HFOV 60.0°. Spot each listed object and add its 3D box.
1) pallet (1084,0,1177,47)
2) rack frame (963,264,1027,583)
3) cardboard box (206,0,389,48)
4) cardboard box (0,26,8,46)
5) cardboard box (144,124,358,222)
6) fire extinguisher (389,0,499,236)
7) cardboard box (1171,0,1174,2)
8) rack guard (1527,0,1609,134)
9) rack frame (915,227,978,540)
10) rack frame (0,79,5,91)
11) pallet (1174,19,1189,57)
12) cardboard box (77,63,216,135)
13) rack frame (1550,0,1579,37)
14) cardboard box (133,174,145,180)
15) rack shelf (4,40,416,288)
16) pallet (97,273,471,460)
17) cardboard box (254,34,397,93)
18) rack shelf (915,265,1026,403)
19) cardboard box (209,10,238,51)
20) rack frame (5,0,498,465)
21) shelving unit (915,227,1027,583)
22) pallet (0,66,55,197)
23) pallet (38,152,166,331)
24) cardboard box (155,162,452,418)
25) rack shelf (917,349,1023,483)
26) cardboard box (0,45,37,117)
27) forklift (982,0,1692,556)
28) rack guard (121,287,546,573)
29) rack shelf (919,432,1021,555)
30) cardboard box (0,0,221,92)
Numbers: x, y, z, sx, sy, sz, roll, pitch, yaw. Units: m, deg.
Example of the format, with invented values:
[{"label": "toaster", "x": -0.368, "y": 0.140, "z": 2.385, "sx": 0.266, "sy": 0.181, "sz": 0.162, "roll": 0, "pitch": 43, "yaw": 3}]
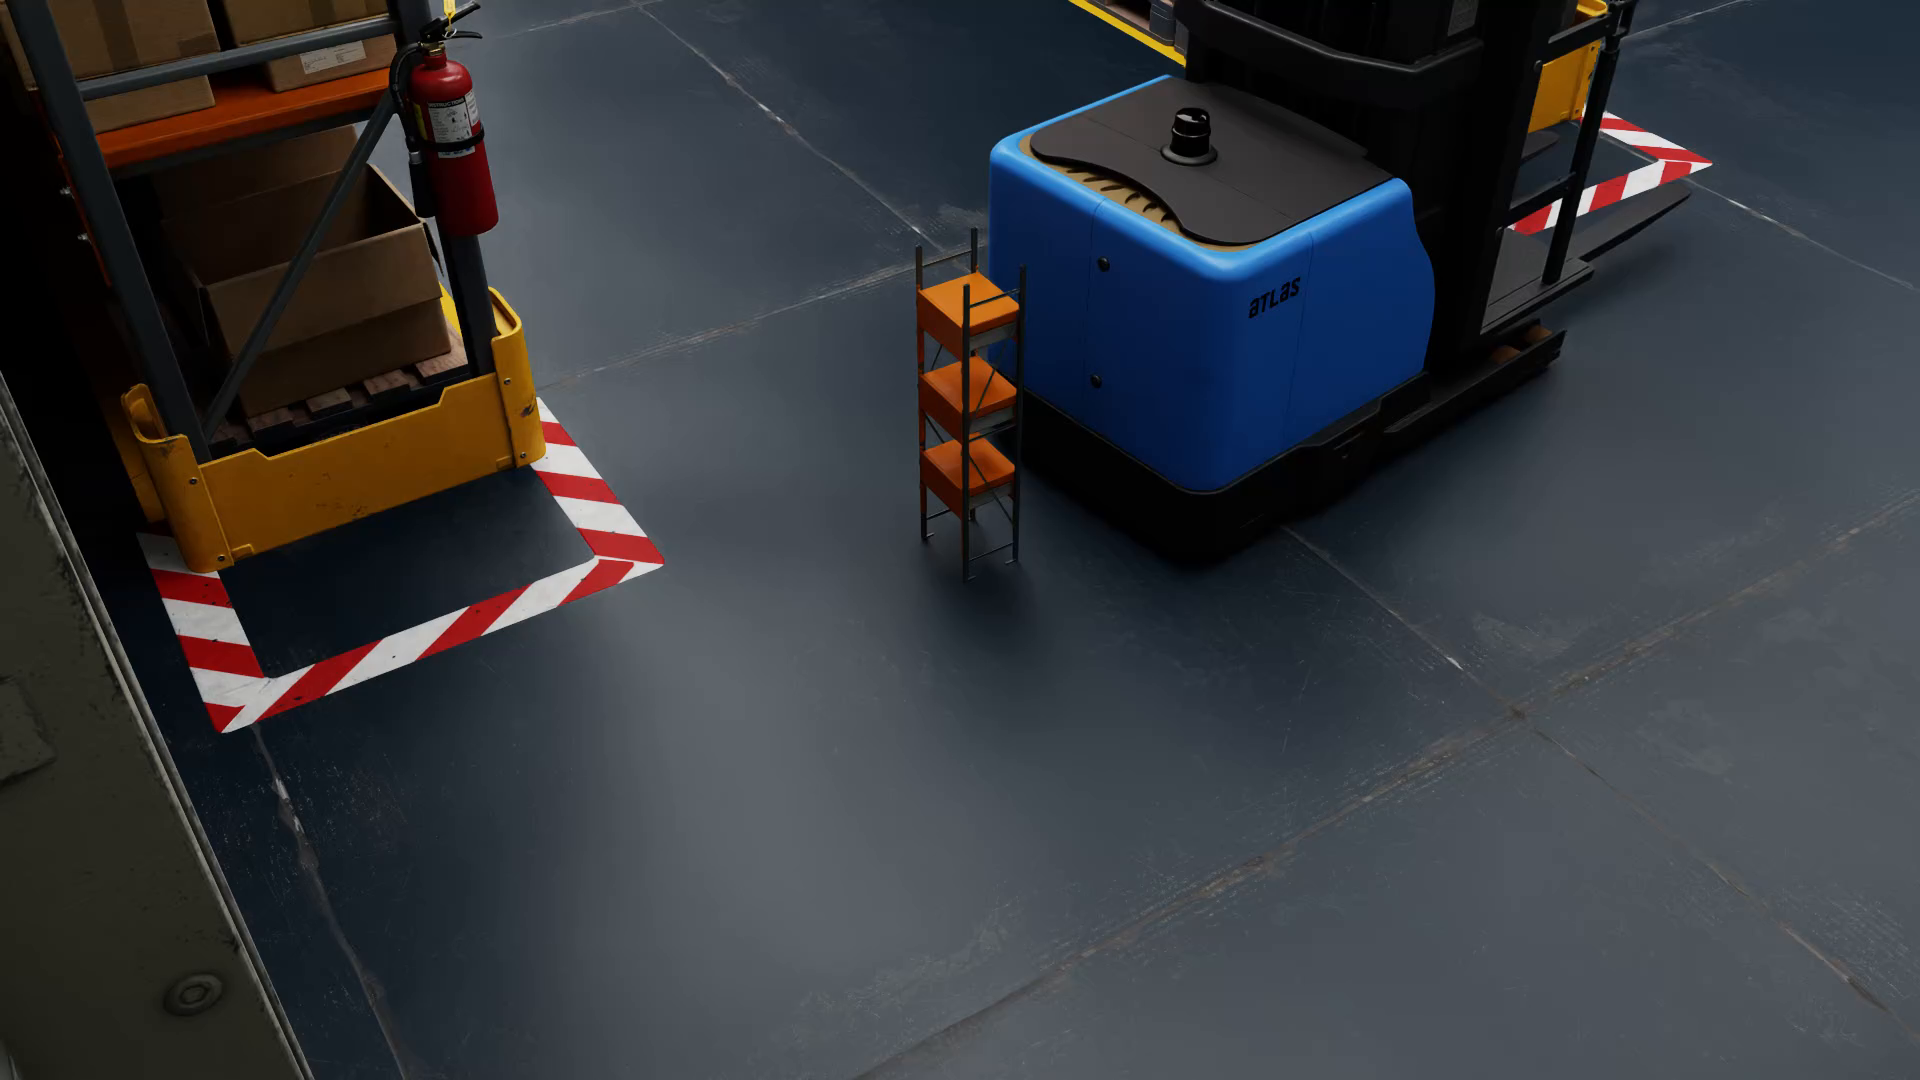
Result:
[{"label": "pallet", "x": 1.121, "y": -2.988, "z": 8.670, "sx": 1.003, "sy": 0.211, "sz": 1.213, "roll": -22, "pitch": 45, "yaw": -24}, {"label": "rack frame", "x": 0.094, "y": -0.309, "z": 4.800, "sx": 0.200, "sy": 1.050, "sz": 0.008, "roll": -22, "pitch": 45, "yaw": -24}, {"label": "cardboard box", "x": -1.931, "y": -1.680, "z": 4.808, "sx": 0.500, "sy": 0.250, "sz": 0.500, "roll": -22, "pitch": 45, "yaw": -24}, {"label": "cardboard box", "x": -2.803, "y": -1.670, "z": 5.107, "sx": 0.380, "sy": 0.149, "sz": 0.250, "roll": -22, "pitch": 45, "yaw": -24}, {"label": "cardboard box", "x": -2.590, "y": -1.324, "z": 6.121, "sx": 0.700, "sy": 0.500, "sz": 0.500, "roll": -20, "pitch": 44, "yaw": -23}, {"label": "fire extinguisher", "x": -1.446, "y": -1.193, "z": 4.690, "sx": 0.296, "sy": 0.674, "sz": 0.183, "roll": -22, "pitch": 45, "yaw": -24}, {"label": "cardboard box", "x": 1.330, "y": -2.986, "z": 8.164, "sx": 0.875, "sy": 0.438, "sz": 0.875, "roll": -21, "pitch": 44, "yaw": -23}, {"label": "rack guard", "x": 2.281, "y": -2.023, "z": 7.287, "sx": 1.175, "sy": 0.500, "sz": 0.348, "roll": -22, "pitch": 45, "yaw": -24}, {"label": "rack frame", "x": -0.037, "y": -0.440, "z": 4.958, "sx": 0.200, "sy": 1.050, "sz": 0.008, "roll": -22, "pitch": 45, "yaw": -24}, {"label": "rack frame", "x": -4.065, "y": -3.445, "z": 7.041, "sx": 1.000, "sy": 3.000, "sz": 0.127, "roll": -22, "pitch": 45, "yaw": -24}, {"label": "pallet", "x": 1.773, "y": -2.330, "z": 7.881, "sx": 1.003, "sy": 0.211, "sz": 1.213, "roll": -22, "pitch": 45, "yaw": -24}, {"label": "cardboard box", "x": -2.319, "y": -1.276, "z": 4.634, "sx": 0.380, "sy": 0.149, "sz": 0.250, "roll": -23, "pitch": 45, "yaw": -25}, {"label": "rack frame", "x": 2.268, "y": -2.996, "z": 6.503, "sx": 1.000, "sy": 3.000, "sz": 0.127, "roll": -22, "pitch": 45, "yaw": -24}, {"label": "cardboard box", "x": -3.149, "y": -1.885, "z": 6.793, "sx": 0.700, "sy": 0.500, "sz": 0.500, "roll": -24, "pitch": 45, "yaw": -26}, {"label": "rack shelf", "x": -2.990, "y": -2.089, "z": 5.976, "sx": 1.077, "sy": 0.370, "sz": 4.000, "roll": -22, "pitch": 45, "yaw": -24}, {"label": "pallet", "x": -2.385, "y": -0.685, "z": 5.908, "sx": 1.003, "sy": 0.211, "sz": 1.213, "roll": -22, "pitch": 45, "yaw": -24}, {"label": "cardboard box", "x": -1.860, "y": -1.461, "z": 4.857, "sx": 0.380, "sy": 0.149, "sz": 0.250, "roll": -23, "pitch": 45, "yaw": -25}, {"label": "rack shelf", "x": 0.029, "y": -0.584, "z": 4.704, "sx": 0.215, "sy": 0.259, "sz": 0.240, "roll": -22, "pitch": 45, "yaw": -24}, {"label": "cardboard box", "x": -2.036, "y": -1.583, "z": 5.002, "sx": 0.380, "sy": 0.149, "sz": 0.250, "roll": -21, "pitch": 44, "yaw": -23}, {"label": "rack frame", "x": -1.915, "y": -1.286, "z": 4.450, "sx": 1.000, "sy": 3.000, "sz": 0.127, "roll": -22, "pitch": 45, "yaw": -24}, {"label": "shelving unit", "x": 0.029, "y": -0.374, "z": 4.879, "sx": 0.215, "sy": 1.050, "sz": 0.252, "roll": -22, "pitch": 45, "yaw": -24}, {"label": "pallet", "x": -3.697, "y": -2.002, "z": 7.488, "sx": 1.003, "sy": 0.211, "sz": 1.213, "roll": -22, "pitch": 45, "yaw": -24}, {"label": "pallet", "x": -3.037, "y": -1.343, "z": 6.697, "sx": 1.003, "sy": 0.211, "sz": 1.213, "roll": -22, "pitch": 45, "yaw": -24}, {"label": "cardboard box", "x": -2.164, "y": -0.851, "z": 5.550, "sx": 0.797, "sy": 0.503, "sz": 0.637, "roll": -24, "pitch": 45, "yaw": -26}, {"label": "rack shelf", "x": 0.029, "y": -0.366, "z": 4.886, "sx": 0.215, "sy": 0.259, "sz": 0.240, "roll": -22, "pitch": 45, "yaw": -24}, {"label": "cardboard box", "x": -3.909, "y": -2.135, "z": 7.242, "sx": 0.500, "sy": 0.311, "sz": 0.500, "roll": -21, "pitch": 44, "yaw": -23}, {"label": "forklift", "x": 1.524, "y": -1.877, "z": 5.212, "sx": 3.031, "sy": 2.935, "sz": 1.130, "roll": -29, "pitch": 48, "yaw": -30}, {"label": "rack guard", "x": -1.955, "y": -0.367, "z": 5.299, "sx": 1.175, "sy": 0.500, "sz": 0.348, "roll": -22, "pitch": 45, "yaw": -24}, {"label": "rack shelf", "x": 0.029, "y": -0.153, "z": 5.064, "sx": 0.215, "sy": 0.259, "sz": 0.240, "roll": -22, "pitch": 45, "yaw": -24}, {"label": "cardboard box", "x": -2.386, "y": -1.499, "z": 4.591, "sx": 0.500, "sy": 0.250, "sz": 0.500, "roll": -21, "pitch": 44, "yaw": -23}]
